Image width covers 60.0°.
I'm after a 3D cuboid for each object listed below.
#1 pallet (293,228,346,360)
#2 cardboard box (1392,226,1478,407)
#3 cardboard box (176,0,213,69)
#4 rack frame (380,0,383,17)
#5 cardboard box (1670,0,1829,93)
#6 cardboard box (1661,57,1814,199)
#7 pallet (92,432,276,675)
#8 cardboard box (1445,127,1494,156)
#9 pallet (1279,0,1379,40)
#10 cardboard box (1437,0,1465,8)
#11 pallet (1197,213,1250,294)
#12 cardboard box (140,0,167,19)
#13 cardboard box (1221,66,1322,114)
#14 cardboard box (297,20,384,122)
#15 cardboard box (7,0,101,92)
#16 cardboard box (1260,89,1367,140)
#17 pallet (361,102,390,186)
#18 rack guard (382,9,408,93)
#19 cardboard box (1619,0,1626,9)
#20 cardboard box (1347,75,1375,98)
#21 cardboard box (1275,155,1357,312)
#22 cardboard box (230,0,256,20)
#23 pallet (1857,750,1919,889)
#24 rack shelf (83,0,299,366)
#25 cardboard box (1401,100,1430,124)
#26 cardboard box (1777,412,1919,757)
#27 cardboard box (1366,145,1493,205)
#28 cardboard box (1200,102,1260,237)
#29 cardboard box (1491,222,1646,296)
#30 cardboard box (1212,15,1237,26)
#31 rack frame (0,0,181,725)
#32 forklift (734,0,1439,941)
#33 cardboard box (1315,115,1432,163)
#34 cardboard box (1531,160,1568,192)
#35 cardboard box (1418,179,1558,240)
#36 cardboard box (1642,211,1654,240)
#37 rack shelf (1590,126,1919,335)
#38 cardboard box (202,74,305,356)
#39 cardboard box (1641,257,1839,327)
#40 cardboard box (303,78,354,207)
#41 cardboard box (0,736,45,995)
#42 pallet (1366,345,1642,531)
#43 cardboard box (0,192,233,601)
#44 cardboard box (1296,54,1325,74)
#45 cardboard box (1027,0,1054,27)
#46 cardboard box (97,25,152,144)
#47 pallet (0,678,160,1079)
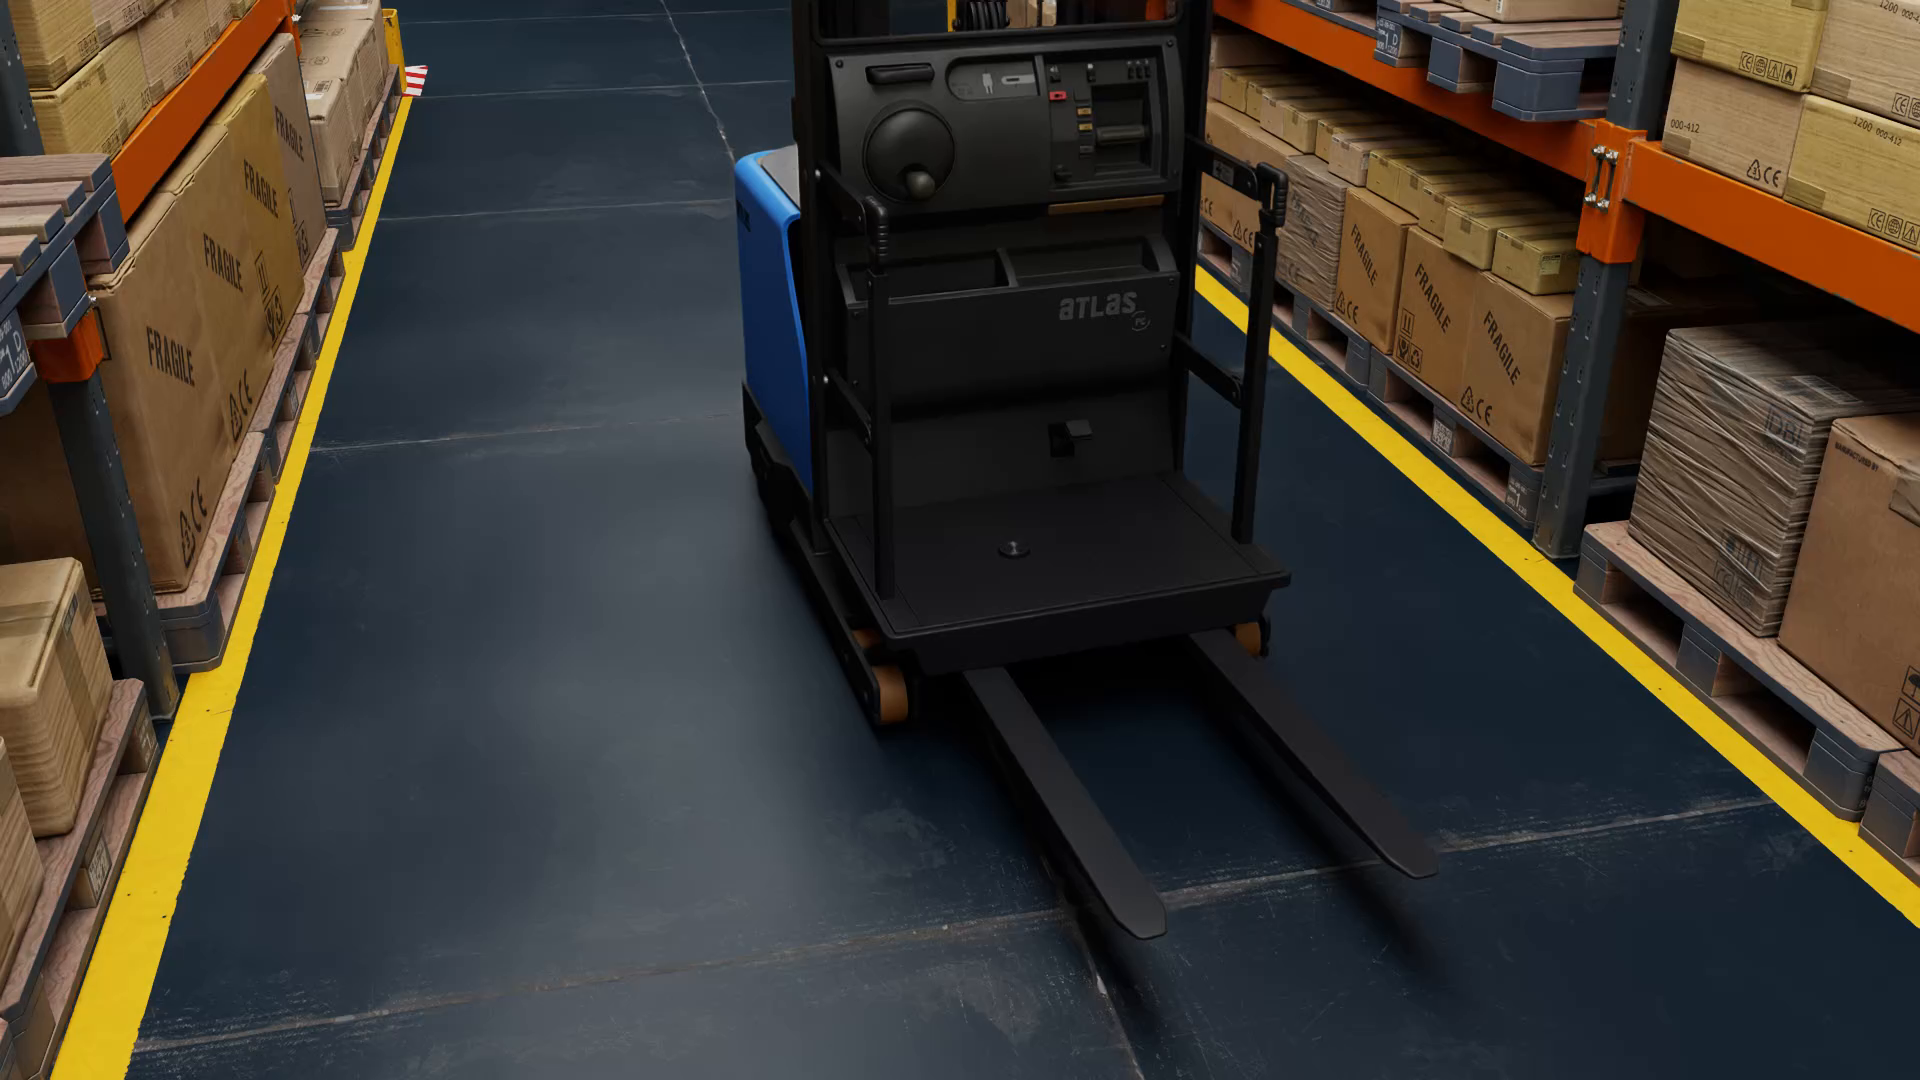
[{"bbox_3d":[-3.198,-1.022,7.041,1.003,0.211,1.213,-6,27,-12],"label":"pallet"},{"bbox_3d":[1.884,-0.804,5.822,0.500,0.500,0.500,-6,27,-12],"label":"cardboard box"},{"bbox_3d":[-2.769,-1.686,5.428,0.500,0.250,0.500,-6,27,-12],"label":"cardboard box"},{"bbox_3d":[-4.346,-4.354,10.547,1.000,3.000,0.127,-6,27,-12],"label":"rack frame"},{"bbox_3d":[2.129,-1.282,4.072,0.500,0.250,0.500,-6,27,-12],"label":"cardboard box"},{"bbox_3d":[2.154,-1.061,4.190,0.500,0.250,0.500,-6,27,-11],"label":"cardboard box"},{"bbox_3d":[-2.648,0.049,4.918,1.003,0.211,1.213,-6,27,-12],"label":"pallet"},{"bbox_3d":[2.134,-1.532,6.544,0.380,0.149,0.250,-6,27,-11],"label":"cardboard box"},{"bbox_3d":[1.849,-2.115,6.325,1.003,0.211,1.213,-6,27,-12],"label":"pallet"},{"bbox_3d":[1.738,-1.898,5.383,0.500,0.250,0.500,-7,28,-14],"label":"cardboard box"},{"bbox_3d":[1.610,-1.506,7.999,1.003,0.211,1.213,-6,27,-12],"label":"pallet"},{"bbox_3d":[-2.633,-1.693,4.886,0.500,0.250,0.500,-6,27,-12],"label":"cardboard box"},{"bbox_3d":[1.419,-2.055,7.581,0.380,0.149,0.250,-7,28,-14],"label":"cardboard box"},{"bbox_3d":[-3.886,-2.717,9.682,0.875,0.438,0.875,-5,27,-10],"label":"cardboard box"},{"bbox_3d":[-2.417,-1.246,4.001,0.500,0.250,0.500,-6,27,-12],"label":"cardboard box"},{"bbox_3d":[1.513,-1.823,7.120,0.380,0.149,0.250,-6,27,-12],"label":"cardboard box"},{"bbox_3d":[-3.819,-2.232,9.437,1.003,0.211,1.213,-6,27,-12],"label":"pallet"},{"bbox_3d":[-4.352,-3.249,11.131,1.175,0.500,0.348,-6,27,-12],"label":"rack guard"},{"bbox_3d":[2.328,-1.822,4.953,0.500,0.500,0.500,-5,27,-9],"label":"cardboard box"},{"bbox_3d":[1.965,-2.002,7.476,0.380,0.149,0.250,-7,28,-14],"label":"cardboard box"},{"bbox_3d":[1.629,-1.259,6.724,0.500,0.500,0.500,-7,28,-13],"label":"cardboard box"},{"bbox_3d":[-2.985,-2.136,6.319,0.500,0.250,0.500,-6,27,-12],"label":"cardboard box"},{"bbox_3d":[2.711,0.797,3.437,1.003,0.211,1.213,-6,27,-12],"label":"pallet"},{"bbox_3d":[-2.994,-1.399,5.491,1.077,0.370,4.000,-6,27,-12],"label":"rack shelf"},{"bbox_3d":[2.087,-1.769,7.013,0.380,0.149,0.250,-6,27,-11],"label":"cardboard box"},{"bbox_3d":[2.574,0.086,3.920,0.875,0.625,0.625,-5,27,-10],"label":"cardboard box"},{"bbox_3d":[1.753,-1.367,6.217,0.380,0.149,0.250,-6,27,-12],"label":"cardboard box"},{"bbox_3d":[1.410,-1.707,7.612,0.500,0.500,0.500,-6,27,-12],"label":"cardboard box"},{"bbox_3d":[1.934,-0.900,5.292,0.380,0.149,0.250,-7,28,-14],"label":"cardboard box"},{"bbox_3d":[1.271,-2.419,7.972,0.380,0.149,0.250,-6,27,-12],"label":"cardboard box"},{"bbox_3d":[-2.544,-0.842,3.589,1.000,3.000,0.127,-6,27,-12],"label":"rack frame"},{"bbox_3d":[0.199,-1.031,4.040,1.130,2.935,3.031,-8,28,-16],"label":"forklift"},{"bbox_3d":[1.656,-1.598,6.675,0.380,0.149,0.250,-6,27,-11],"label":"cardboard box"},{"bbox_3d":[2.339,-1.319,6.122,0.380,0.149,0.250,-7,28,-14],"label":"cardboard box"},{"bbox_3d":[1.825,-1.137,5.761,0.380,0.149,0.250,-7,28,-13],"label":"cardboard box"},{"bbox_3d":[2.444,-1.089,5.666,0.380,0.149,0.250,-5,27,-10],"label":"cardboard box"},{"bbox_3d":[2.742,-0.149,3.014,1.077,0.370,4.000,-6,27,-12],"label":"rack shelf"},{"bbox_3d":[-3.016,-1.177,6.145,0.875,0.875,0.875,-5,27,-10],"label":"cardboard box"},{"bbox_3d":[2.470,-0.633,5.483,0.500,0.500,0.500,-5,27,-10],"label":"cardboard box"},{"bbox_3d":[-3.482,-1.928,8.119,0.875,0.438,0.875,-6,27,-12],"label":"cardboard box"},{"bbox_3d":[-2.252,0.716,2.953,0.950,0.372,0.625,-6,27,-13],"label":"cardboard box"},{"bbox_3d":[2.160,-0.434,5.876,1.003,0.211,1.213,-6,27,-12],"label":"pallet"},{"bbox_3d":[-2.618,-0.393,4.591,0.875,0.875,0.875,-6,27,-12],"label":"cardboard box"},{"bbox_3d":[1.819,-2.218,7.903,0.380,0.149,0.250,-6,27,-12],"label":"cardboard box"},{"bbox_3d":[0.711,-3.032,10.236,0.500,0.500,0.500,-5,27,-11],"label":"cardboard box"},{"bbox_3d":[-2.542,-1.239,4.542,0.500,0.250,0.500,-7,28,-13],"label":"cardboard box"},{"bbox_3d":[-2.369,0.746,3.538,1.003,0.211,1.213,-6,27,-12],"label":"pallet"}]
